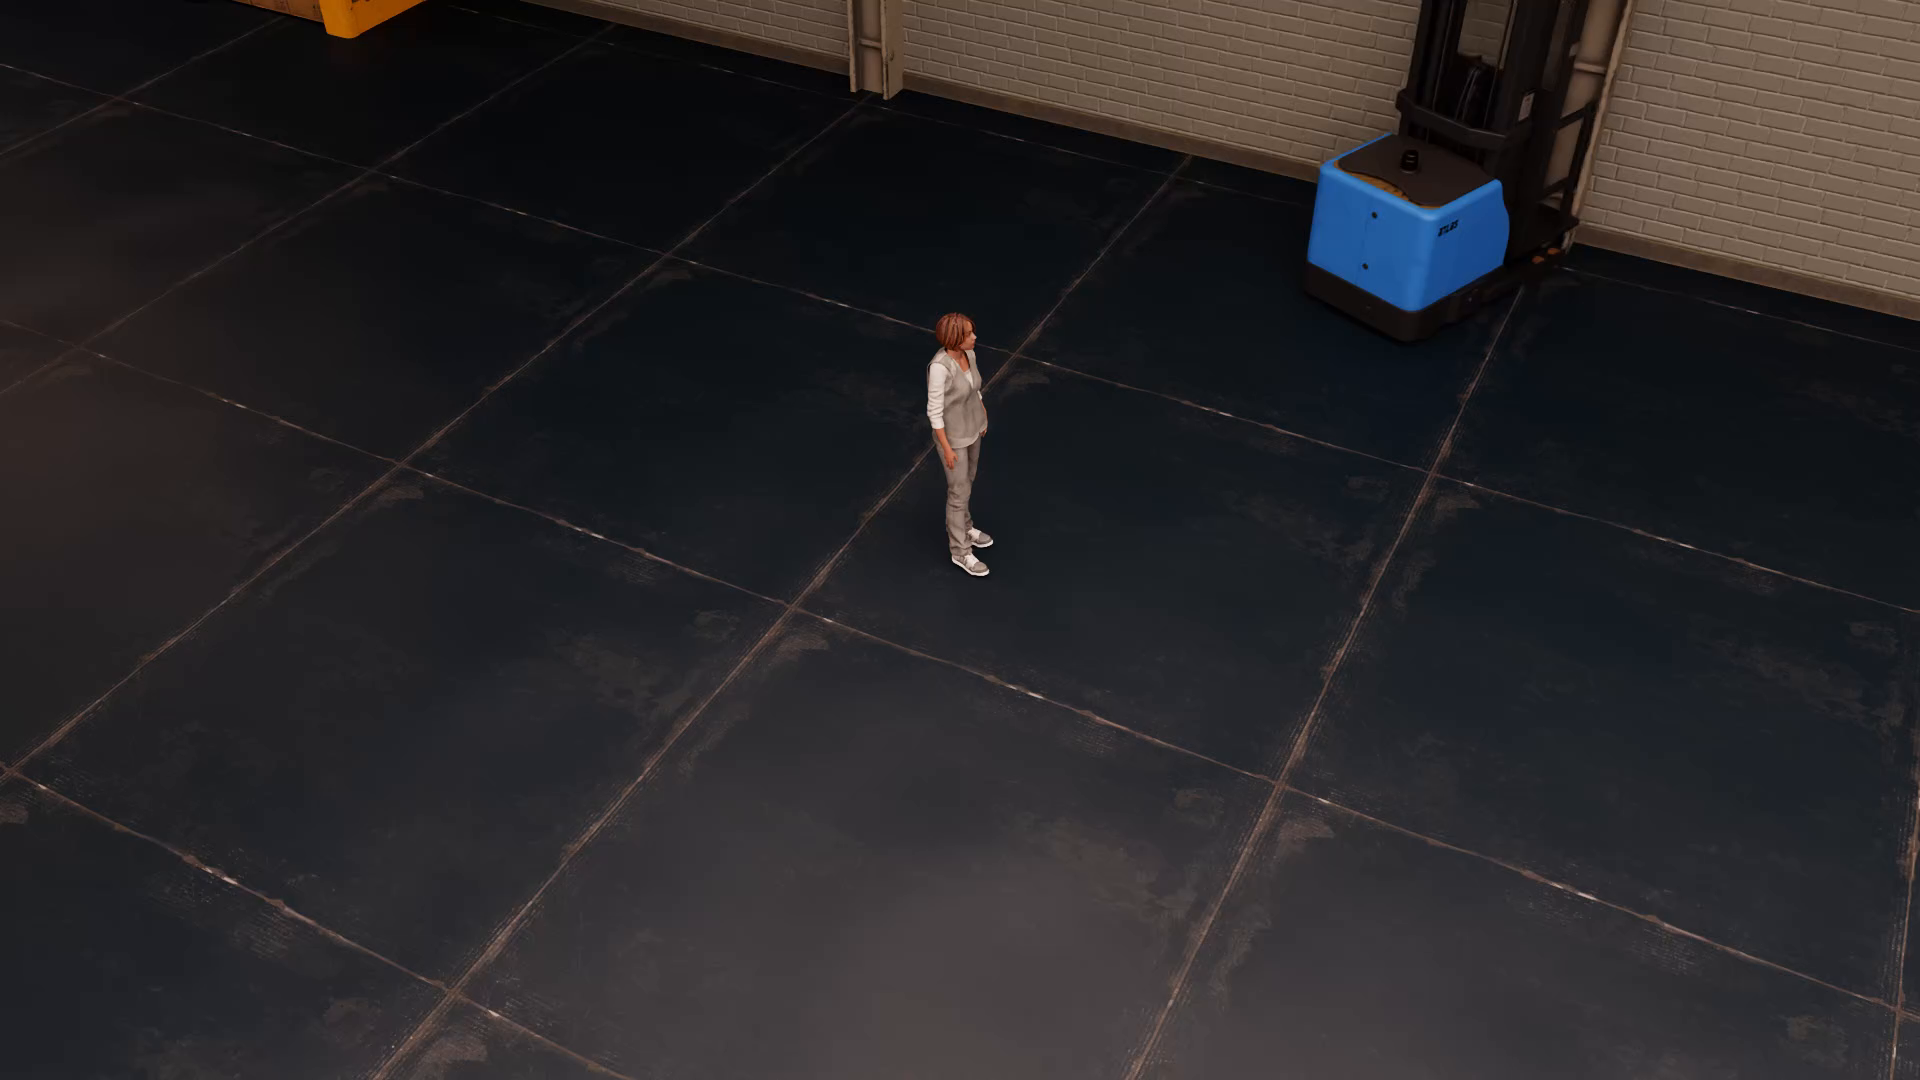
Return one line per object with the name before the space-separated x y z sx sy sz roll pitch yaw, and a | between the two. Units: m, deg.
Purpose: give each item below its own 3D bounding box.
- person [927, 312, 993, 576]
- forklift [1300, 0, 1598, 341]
person | 0.060 -0.586 9.707 0.473 1.599 0.520 18 43 21
forklift | 3.985 -3.338 11.950 3.031 2.935 1.130 -29 48 -30
